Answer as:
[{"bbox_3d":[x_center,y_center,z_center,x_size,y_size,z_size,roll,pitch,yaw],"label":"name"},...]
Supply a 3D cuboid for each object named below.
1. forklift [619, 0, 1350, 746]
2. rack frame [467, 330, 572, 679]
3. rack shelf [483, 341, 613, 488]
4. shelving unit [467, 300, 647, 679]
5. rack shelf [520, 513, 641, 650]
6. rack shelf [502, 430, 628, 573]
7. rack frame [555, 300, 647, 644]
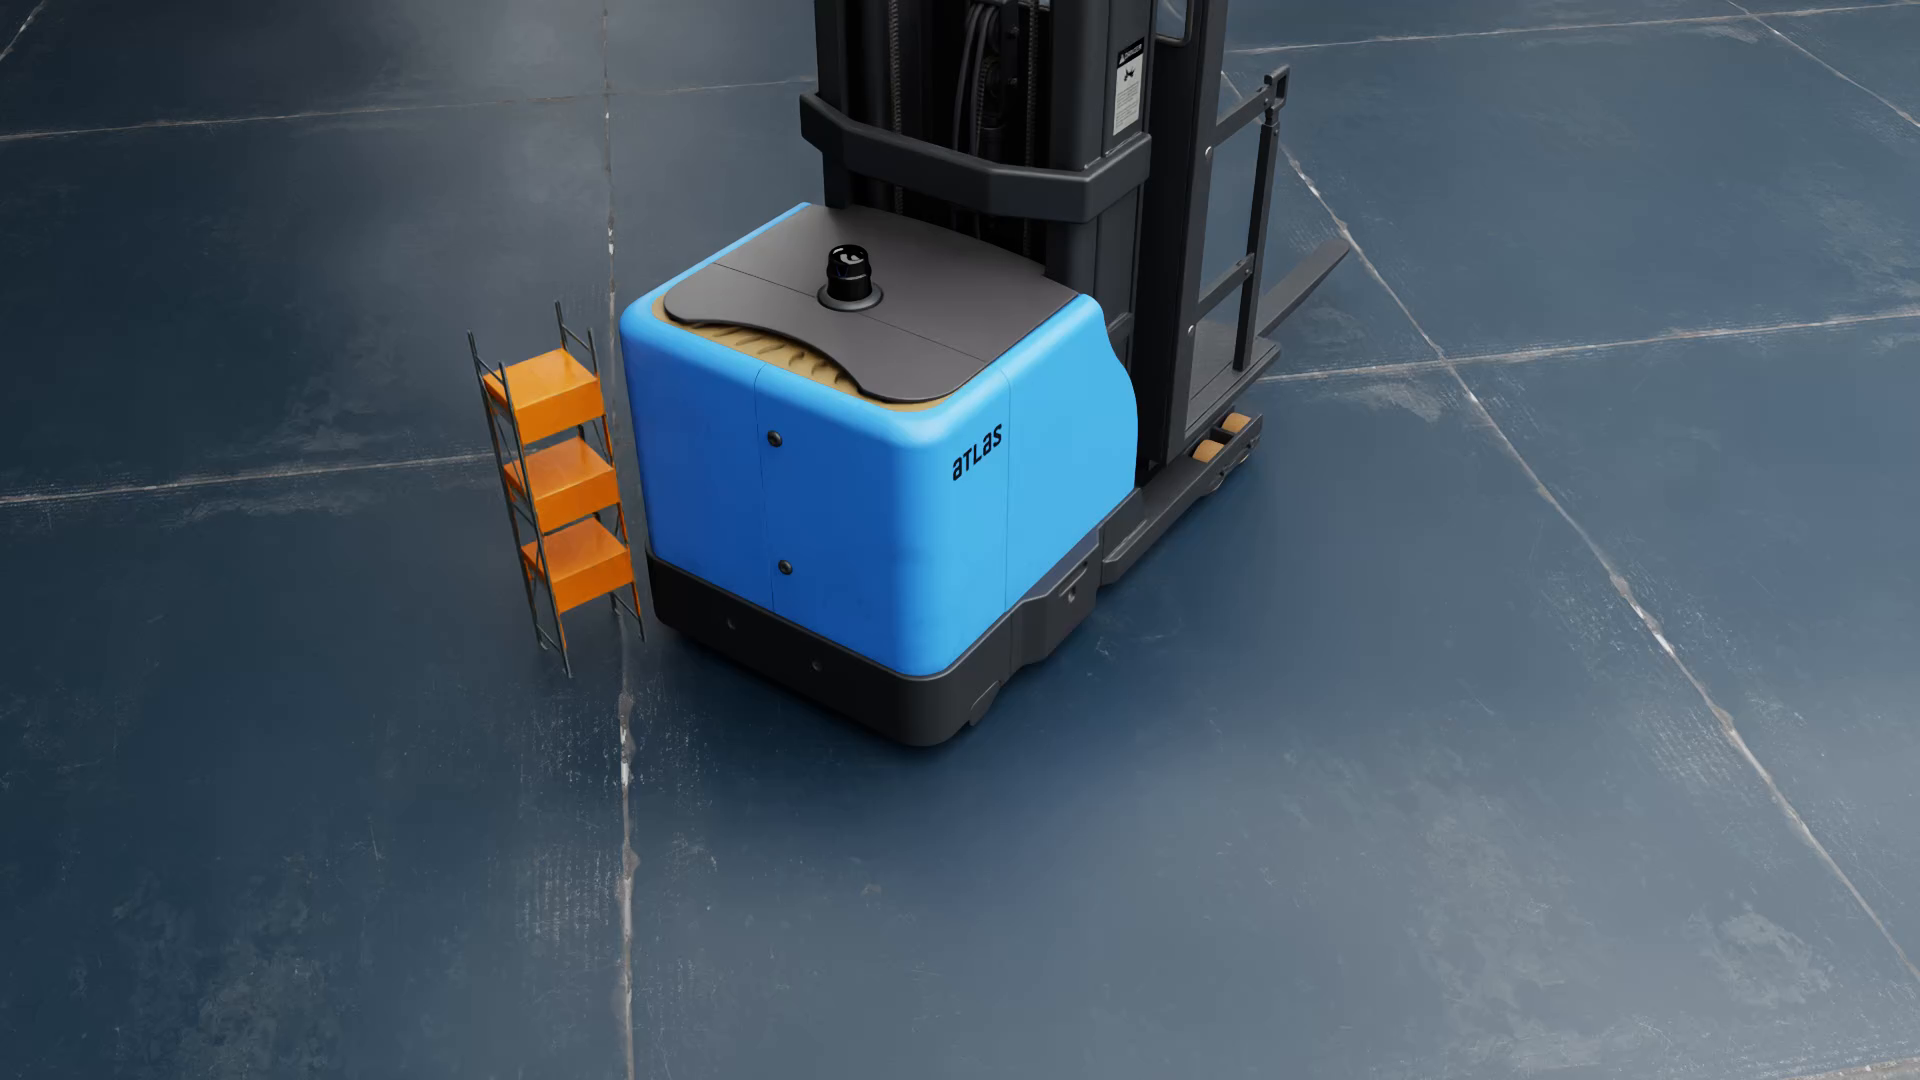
[{"bbox_3d":[0.355,-1.471,4.755,1.130,2.935,3.031,23,43,27],"label":"forklift"},{"bbox_3d":[-1.179,-0.069,4.480,0.008,1.050,0.200,-26,44,-28],"label":"rack frame"},{"bbox_3d":[-1.087,-0.332,4.371,0.240,0.259,0.215,-26,44,-28],"label":"rack shelf"},{"bbox_3d":[-1.082,-0.115,4.538,0.252,1.050,0.215,-26,44,-28],"label":"shelving unit"},{"bbox_3d":[-1.077,0.113,4.714,0.240,0.259,0.215,-26,44,-28],"label":"rack shelf"},{"bbox_3d":[-1.082,-0.107,4.545,0.240,0.259,0.215,-26,44,-28],"label":"rack shelf"},{"bbox_3d":[-0.985,-0.162,4.596,0.008,1.050,0.200,-26,44,-28],"label":"rack frame"}]
